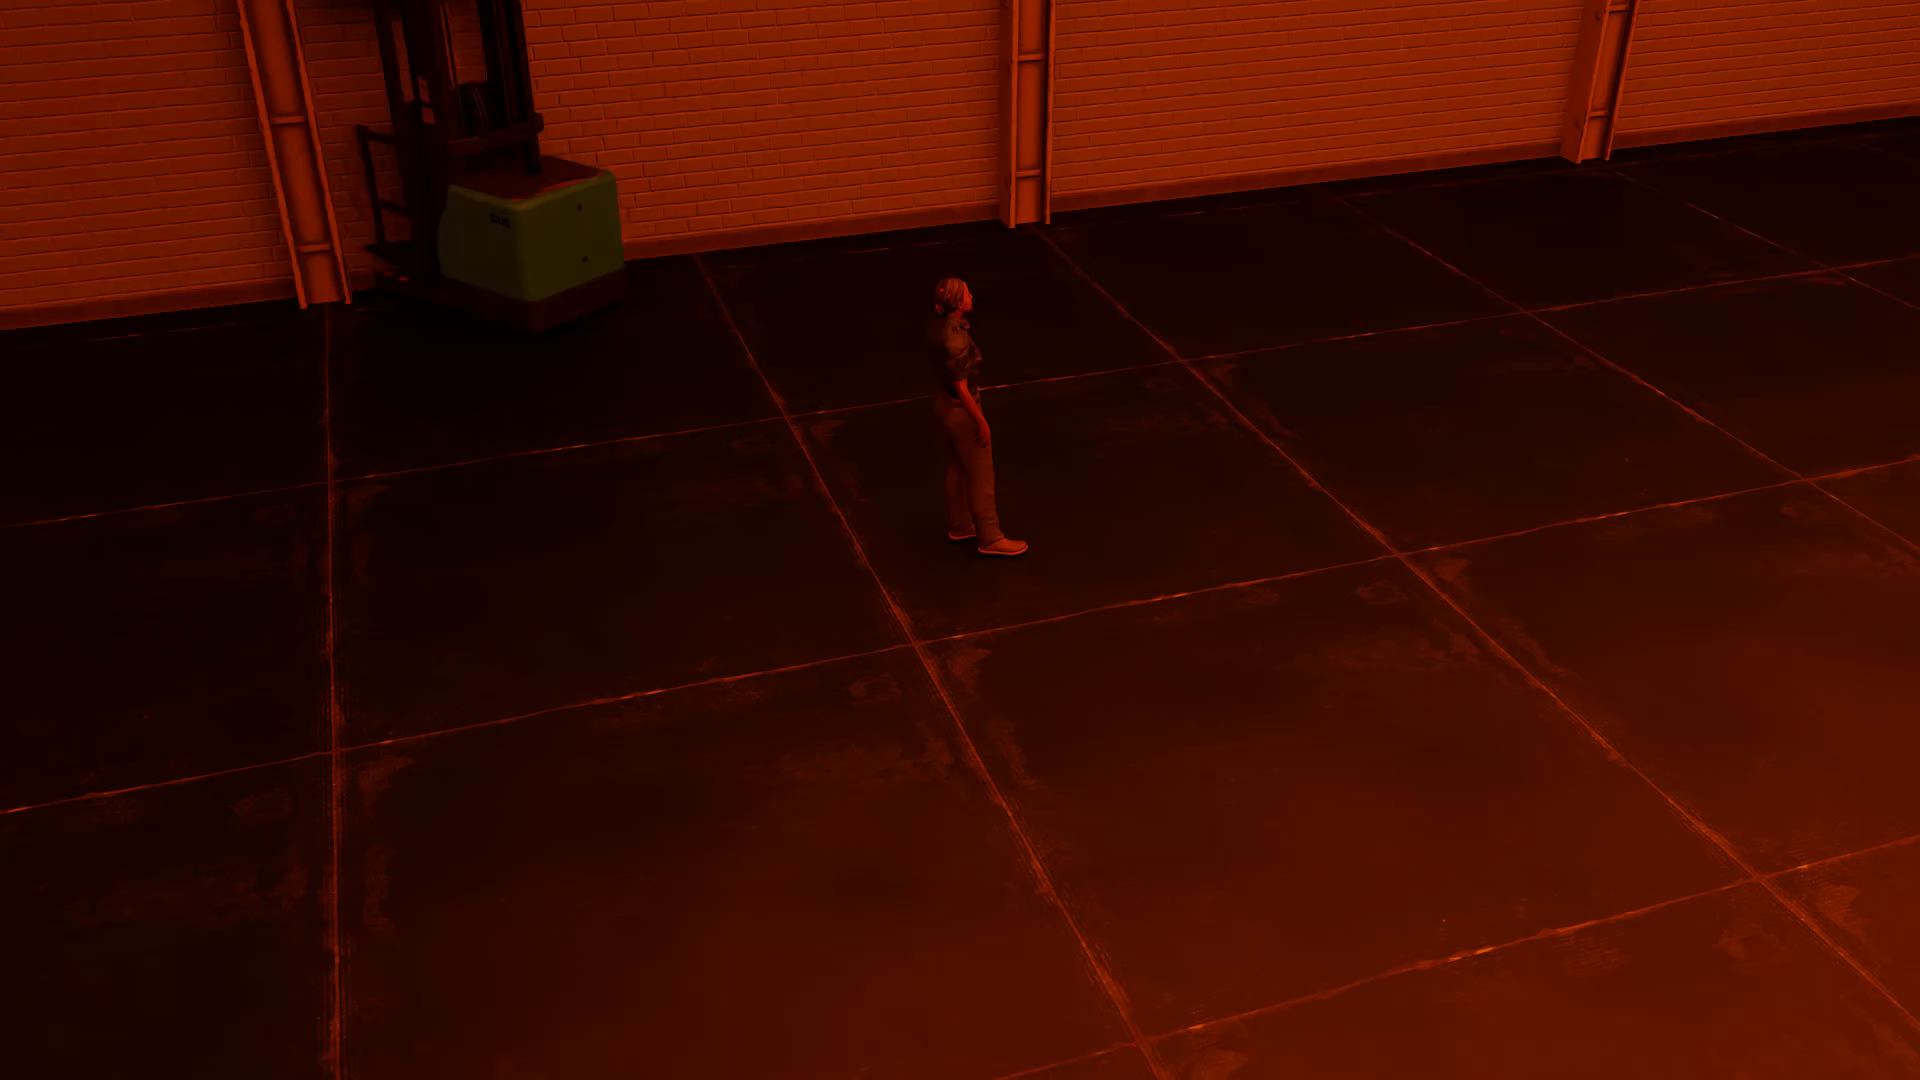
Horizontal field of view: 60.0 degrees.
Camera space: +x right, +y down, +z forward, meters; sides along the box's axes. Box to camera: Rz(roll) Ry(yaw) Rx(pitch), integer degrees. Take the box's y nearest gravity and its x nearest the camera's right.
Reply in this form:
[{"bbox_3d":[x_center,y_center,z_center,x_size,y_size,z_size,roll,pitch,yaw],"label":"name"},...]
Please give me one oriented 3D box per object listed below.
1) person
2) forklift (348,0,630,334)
[{"bbox_3d":[0.089,-0.728,9.618,0.504,1.654,0.569,-10,31,-16],"label":"person"},{"bbox_3d":[-4.126,-3.420,13.031,3.031,2.935,1.130,20,36,31],"label":"forklift"}]
